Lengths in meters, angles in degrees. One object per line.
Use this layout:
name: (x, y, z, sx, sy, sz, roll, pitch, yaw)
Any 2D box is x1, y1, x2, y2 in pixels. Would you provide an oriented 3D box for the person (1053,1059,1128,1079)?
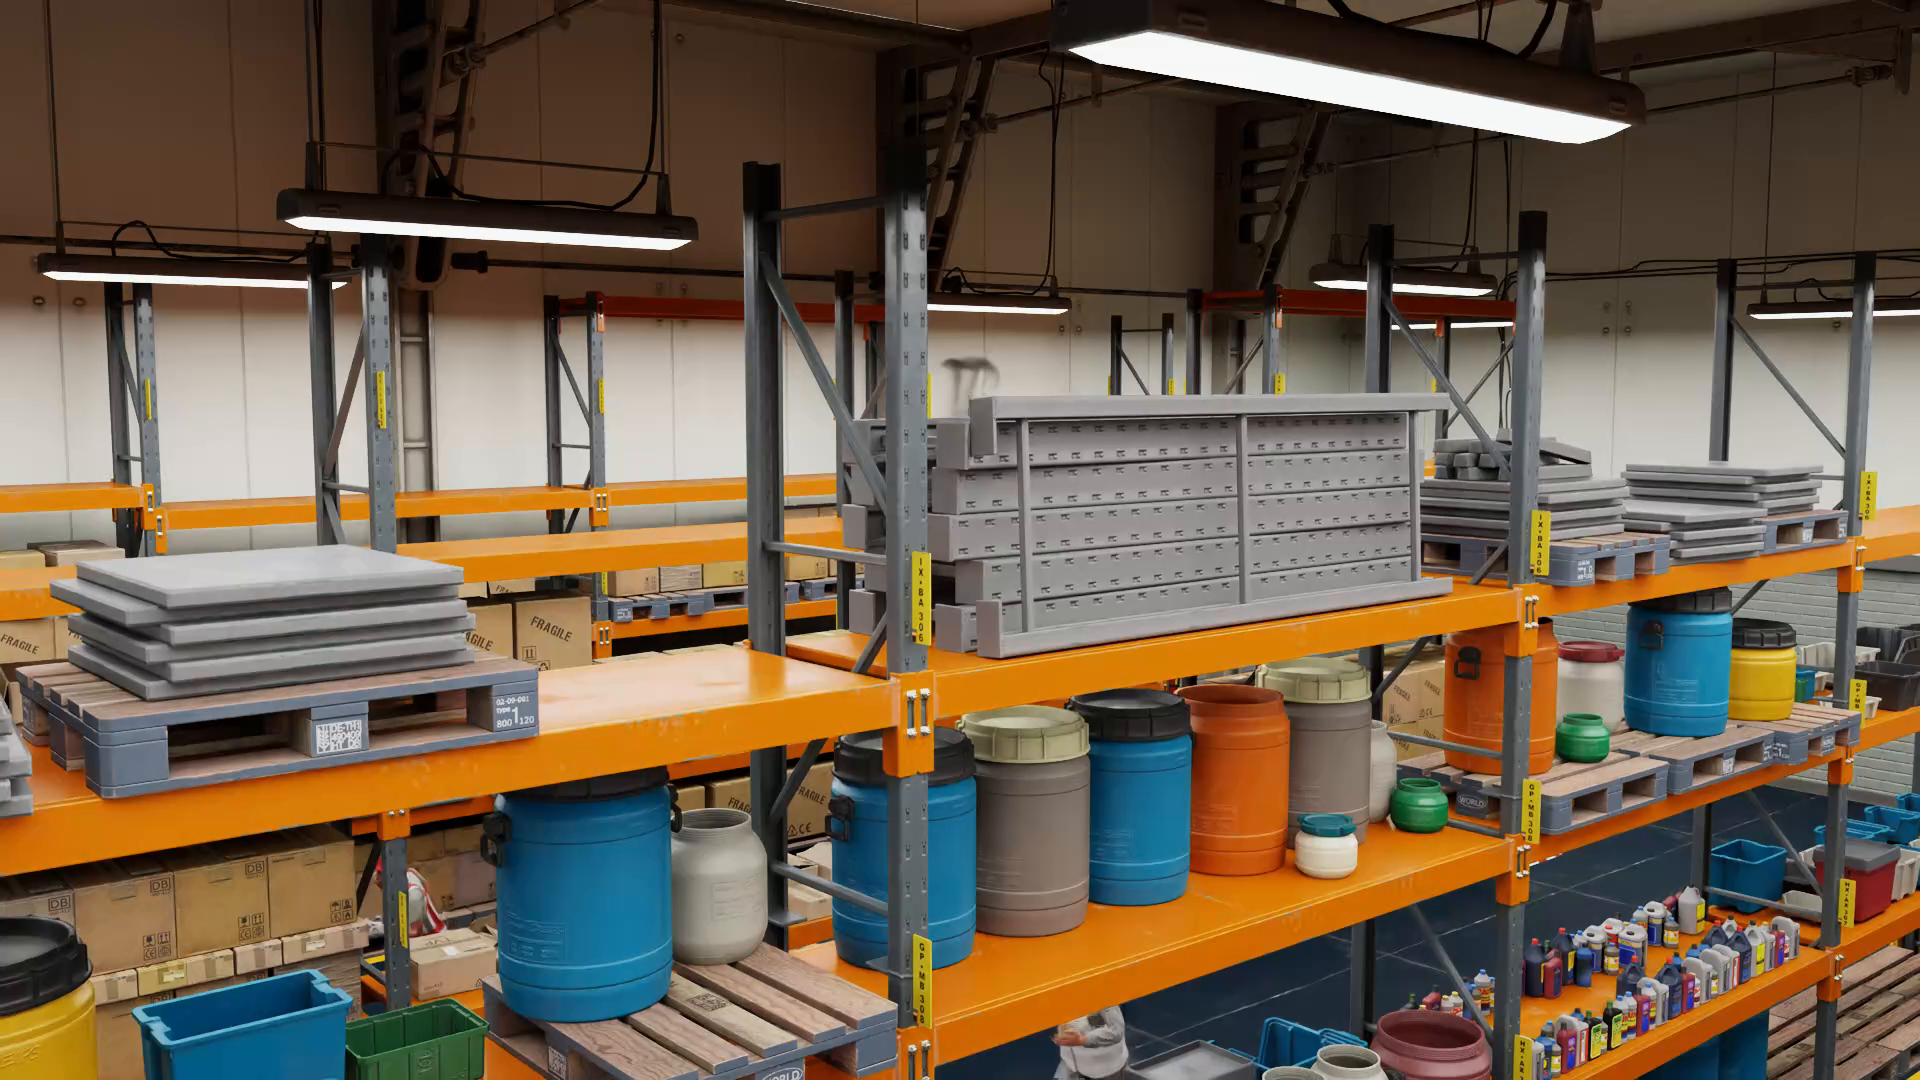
person: (0.864, 3.299, 10.469, 0.398, 1.787, 1.015, 5, 8, 43)

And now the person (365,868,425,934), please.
person: (-4.202, 3.225, 12.682, 0.707, 1.384, 0.747, -4, 7, -38)
